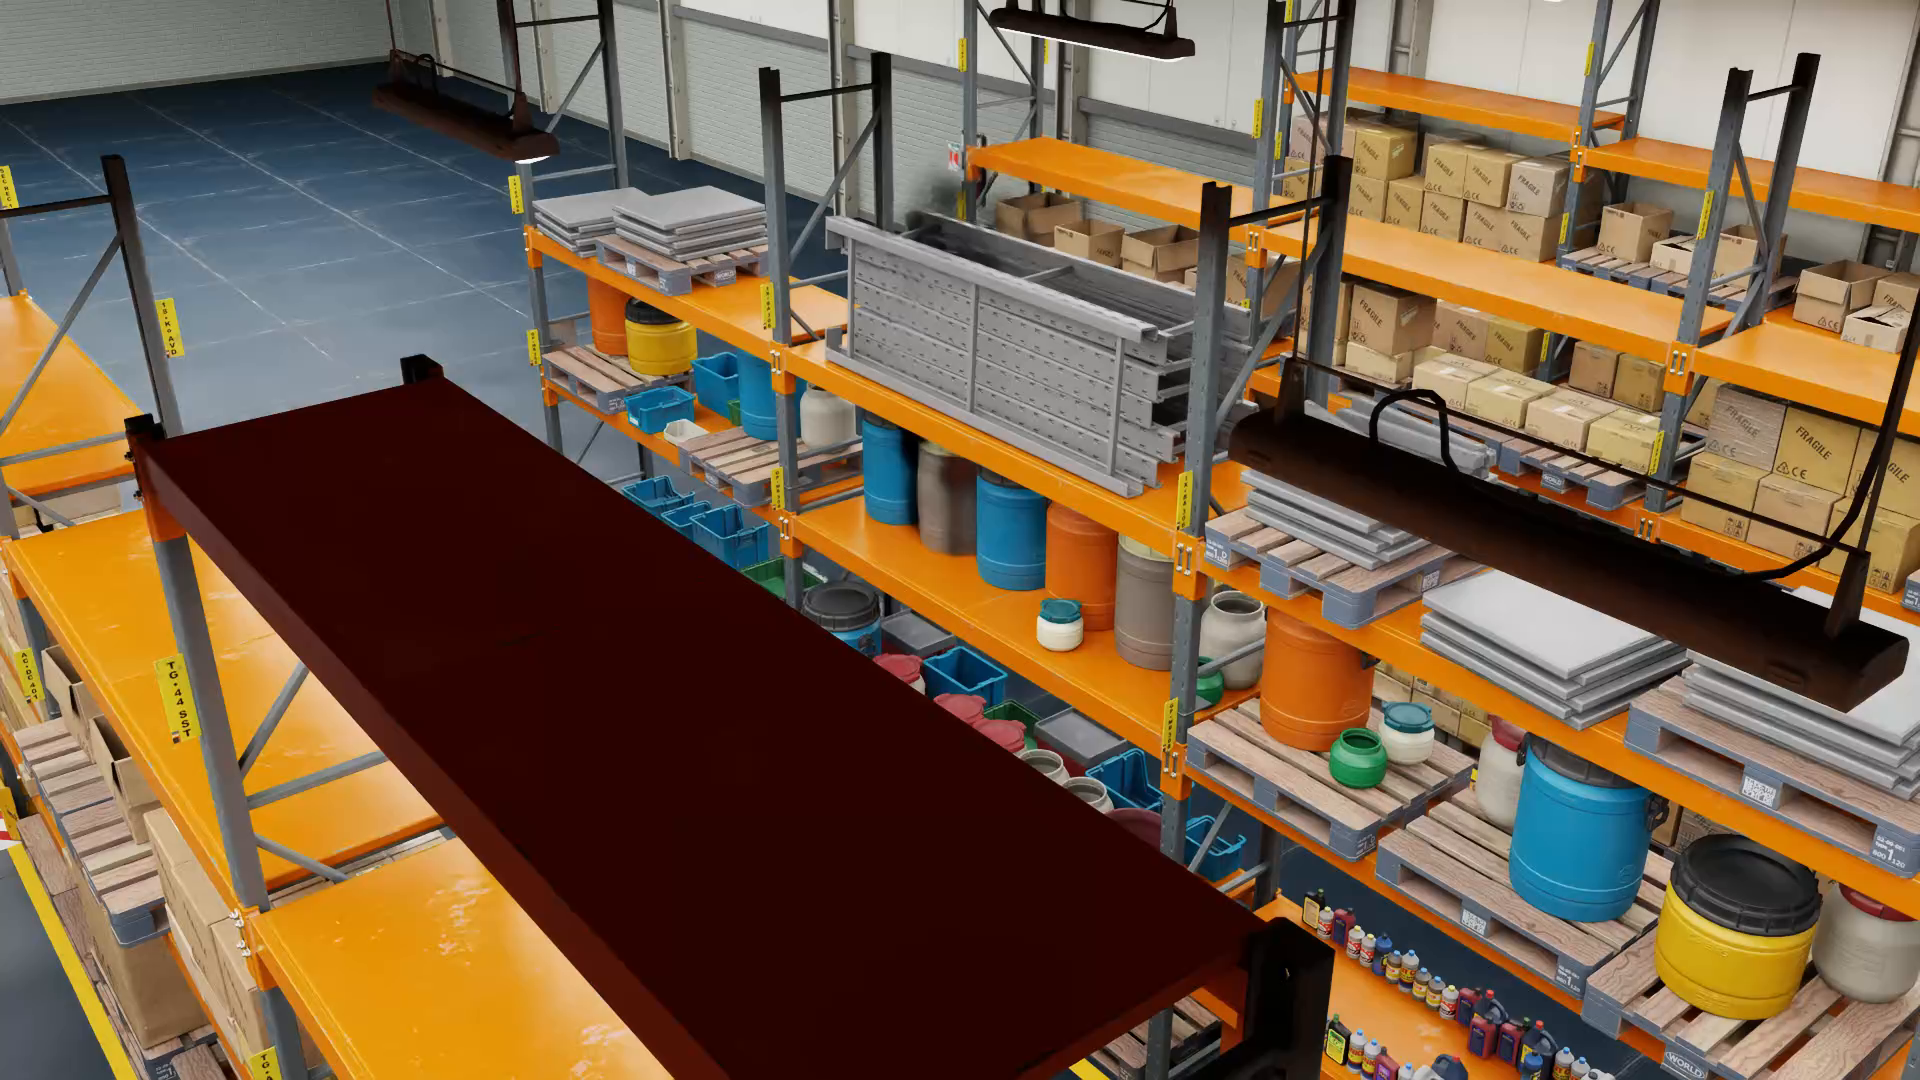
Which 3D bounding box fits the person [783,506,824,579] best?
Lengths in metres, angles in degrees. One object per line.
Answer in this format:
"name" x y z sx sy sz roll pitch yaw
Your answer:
"person" -1.577 -0.033 16.602 0.566 1.553 0.638 -19 32 -35
